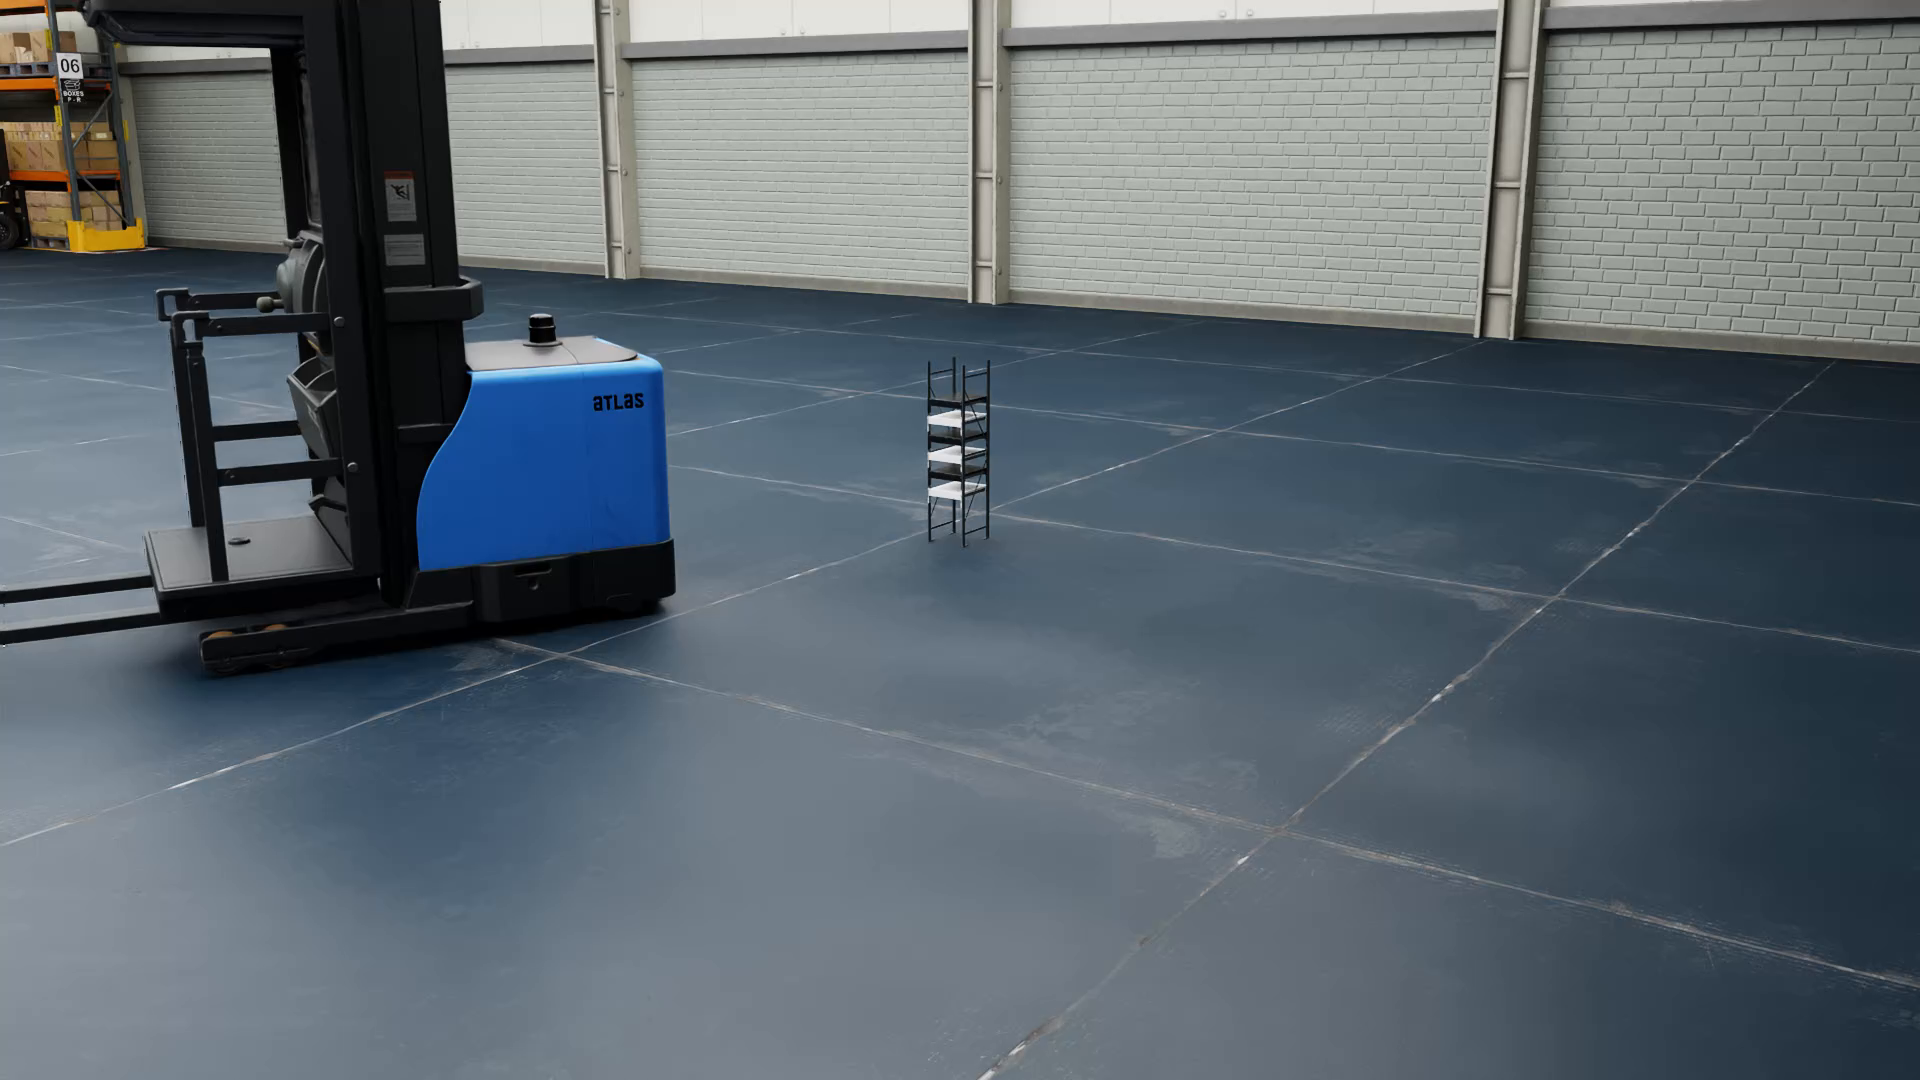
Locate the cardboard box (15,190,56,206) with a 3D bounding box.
[{"bbox_3d":[-15.929,-5.895,28.662,0.500,0.250,0.500,9,17,34],"label":"cardboard box"}]

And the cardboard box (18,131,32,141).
[{"bbox_3d":[-15.823,-6.899,28.393,0.250,0.149,0.380,9,16,31],"label":"cardboard box"}]

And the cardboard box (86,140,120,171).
[{"bbox_3d":[-14.778,-6.578,28.446,0.500,0.500,0.500,10,17,35],"label":"cardboard box"}]

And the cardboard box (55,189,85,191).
[{"bbox_3d":[-15.641,-6.000,29.086,0.500,0.250,0.500,9,17,32],"label":"cardboard box"}]

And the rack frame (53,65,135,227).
[{"bbox_3d":[-14.522,-6.408,27.966,0.127,3.000,1.000,9,17,33],"label":"rack frame"}]

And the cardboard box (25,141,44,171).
[{"bbox_3d":[-15.502,-6.541,28.298,0.500,0.500,0.500,10,17,35],"label":"cardboard box"}]

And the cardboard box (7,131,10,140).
[{"bbox_3d":[-16.201,-6.981,28.722,0.250,0.149,0.380,9,17,32],"label":"cardboard box"}]

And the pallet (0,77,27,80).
[{"bbox_3d":[-17.119,-8.248,29.342,1.213,0.211,1.003,9,17,33],"label":"pallet"}]

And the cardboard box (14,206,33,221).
[{"bbox_3d":[-15.950,-5.657,28.741,0.500,0.250,0.500,9,16,32],"label":"cardboard box"}]

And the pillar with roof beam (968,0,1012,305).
[{"bbox_3d":[-2.063,-6.321,15.130,0.400,9.000,9.100,9,17,33],"label":"pillar with roof beam"}]

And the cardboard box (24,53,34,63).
[{"bbox_3d":[-15.379,-8.045,27.778,0.250,0.149,0.380,9,16,31],"label":"cardboard box"}]

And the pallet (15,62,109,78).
[{"bbox_3d":[-15.094,-7.921,28.021,1.213,0.211,1.003,9,17,33],"label":"pallet"}]

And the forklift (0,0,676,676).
[{"bbox_3d":[-2.762,-1.056,6.490,3.031,2.935,1.130,-7,16,-27],"label":"forklift"}]

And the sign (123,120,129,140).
[{"bbox_3d":[-14.207,-6.976,28.297,0.005,0.325,0.100,9,17,33],"label":"sign"}]

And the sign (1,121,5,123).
[{"bbox_3d":[-17.532,-7.514,30.468,0.005,0.325,0.100,9,17,33],"label":"sign"}]

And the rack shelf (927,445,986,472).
[{"bbox_3d":[-0.007,-0.406,8.227,0.200,0.077,0.258,9,17,33],"label":"rack shelf"}]

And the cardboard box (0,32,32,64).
[{"bbox_3d":[-15.819,-8.333,28.210,0.500,0.500,0.700,9,17,33],"label":"cardboard box"}]

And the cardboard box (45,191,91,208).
[{"bbox_3d":[-15.078,-5.762,28.124,0.500,0.250,0.500,10,17,35],"label":"cardboard box"}]

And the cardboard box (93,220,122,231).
[{"bbox_3d":[-14.820,-5.382,28.670,0.500,0.250,0.500,9,17,33],"label":"cardboard box"}]

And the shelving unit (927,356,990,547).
[{"bbox_3d":[-0.007,-0.438,8.219,0.210,0.900,0.258,9,17,33],"label":"shelving unit"}]

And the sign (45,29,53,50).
[{"bbox_3d":[-14.836,-8.149,27.080,0.005,0.325,0.100,9,17,33],"label":"sign"}]

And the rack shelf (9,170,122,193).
[{"bbox_3d":[-16.181,-6.327,29.136,4.000,0.370,1.077,9,17,33],"label":"rack shelf"}]

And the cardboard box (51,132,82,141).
[{"bbox_3d":[-14.966,-6.762,27.839,0.250,0.149,0.380,9,17,34],"label":"cardboard box"}]

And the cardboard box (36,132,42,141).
[{"bbox_3d":[-15.376,-6.837,28.143,0.250,0.149,0.380,10,17,34],"label":"cardboard box"}]

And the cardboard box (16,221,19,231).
[{"bbox_3d":[-16.349,-5.480,29.065,0.500,0.250,0.500,10,17,35],"label":"cardboard box"}]

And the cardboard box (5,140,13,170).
[{"bbox_3d":[-16.351,-6.675,28.839,0.500,0.500,0.500,9,17,33],"label":"cardboard box"}]

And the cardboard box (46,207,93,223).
[{"bbox_3d":[-15.100,-5.523,28.198,0.500,0.250,0.500,9,16,32],"label":"cardboard box"}]

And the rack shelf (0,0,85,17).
[{"bbox_3d":[-16.181,-9.045,28.464,4.000,0.370,1.077,9,17,33],"label":"rack shelf"}]

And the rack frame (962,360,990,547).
[{"bbox_3d":[0.078,-0.424,8.164,0.006,0.900,0.240,9,17,33],"label":"rack frame"}]

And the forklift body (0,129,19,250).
[{"bbox_3d":[-17.113,-5.886,27.626,1.214,2.155,2.313,9,17,33],"label":"forklift body"}]

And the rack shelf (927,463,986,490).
[{"bbox_3d":[-0.007,-0.318,8.249,0.200,0.077,0.258,9,17,33],"label":"rack shelf"}]

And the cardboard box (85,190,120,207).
[{"bbox_3d":[-14.815,-5.865,28.539,0.500,0.250,0.500,9,16,32],"label":"cardboard box"}]

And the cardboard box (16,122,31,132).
[{"bbox_3d":[-15.834,-7.039,28.340,0.250,0.149,0.380,10,17,34],"label":"cardboard box"}]

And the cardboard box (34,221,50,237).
[{"bbox_3d":[-15.495,-5.346,28.523,0.500,0.250,0.500,9,17,33],"label":"cardboard box"}]

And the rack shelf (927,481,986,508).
[{"bbox_3d":[-0.007,-0.231,8.271,0.200,0.077,0.258,9,17,33],"label":"rack shelf"}]

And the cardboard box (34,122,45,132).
[{"bbox_3d":[-15.391,-6.978,28.094,0.250,0.149,0.380,10,17,34],"label":"cardboard box"}]

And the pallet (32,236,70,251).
[{"bbox_3d":[-15.180,-5.149,28.682,1.213,0.211,1.003,9,17,33],"label":"pallet"}]

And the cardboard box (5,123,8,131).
[{"bbox_3d":[-16.213,-7.126,28.691,0.250,0.149,0.380,9,17,34],"label":"cardboard box"}]

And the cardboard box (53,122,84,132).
[{"bbox_3d":[-14.937,-6.922,27.865,0.250,0.149,0.380,9,17,33],"label":"cardboard box"}]

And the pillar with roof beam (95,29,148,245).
[{"bbox_3d":[-16.999,-8.735,24.881,0.400,9.000,9.100,9,17,33],"label":"pillar with roof beam"}]

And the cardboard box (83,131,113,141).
[{"bbox_3d":[-14.658,-6.868,28.269,0.250,0.149,0.380,9,16,31],"label":"cardboard box"}]
